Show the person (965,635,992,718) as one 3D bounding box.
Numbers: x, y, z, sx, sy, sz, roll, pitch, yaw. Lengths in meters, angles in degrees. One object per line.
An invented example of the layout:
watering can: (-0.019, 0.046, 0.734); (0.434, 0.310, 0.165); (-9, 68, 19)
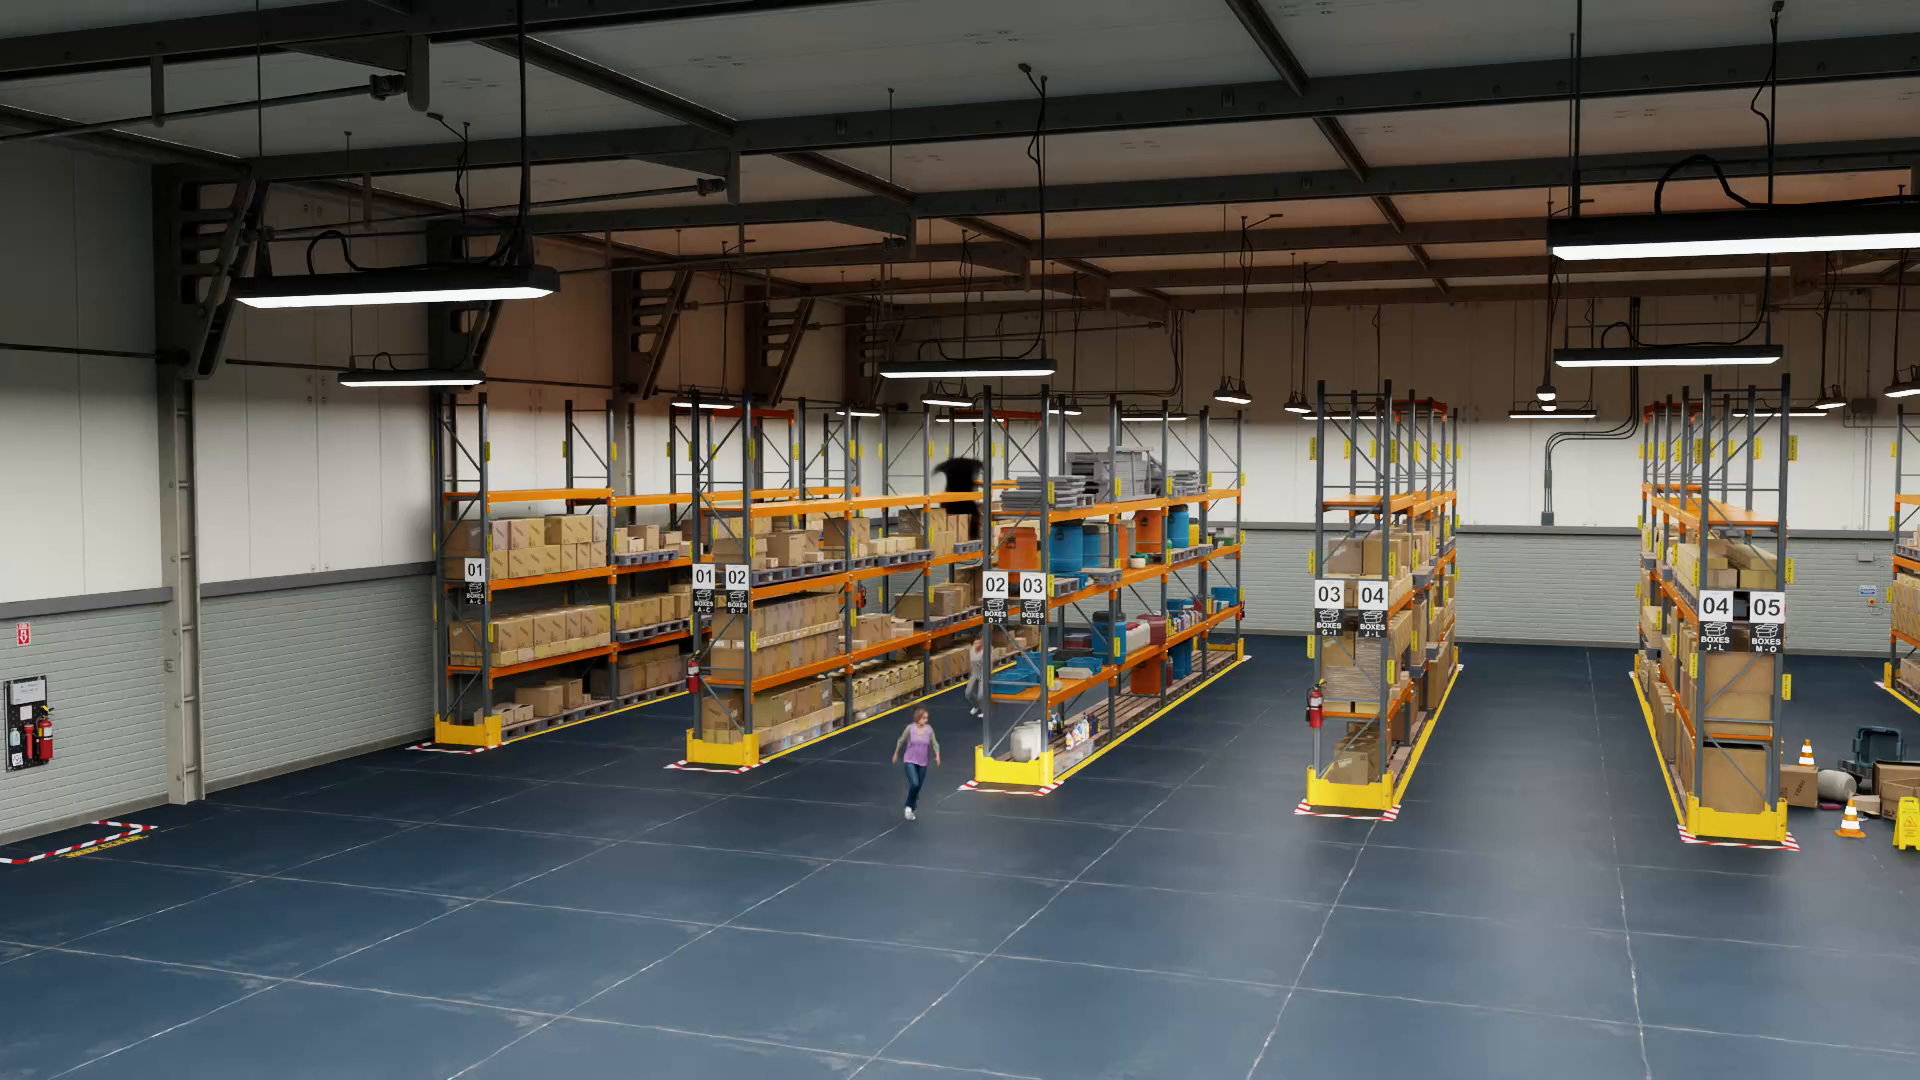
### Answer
person: (0.377, 2.544, 31.027); (0.561, 1.578, 0.619); (2, 3, 29)

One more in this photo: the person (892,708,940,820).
person: (-0.556, 3.031, 22.424); (0.521, 1.555, 0.760); (-1, 3, -23)
